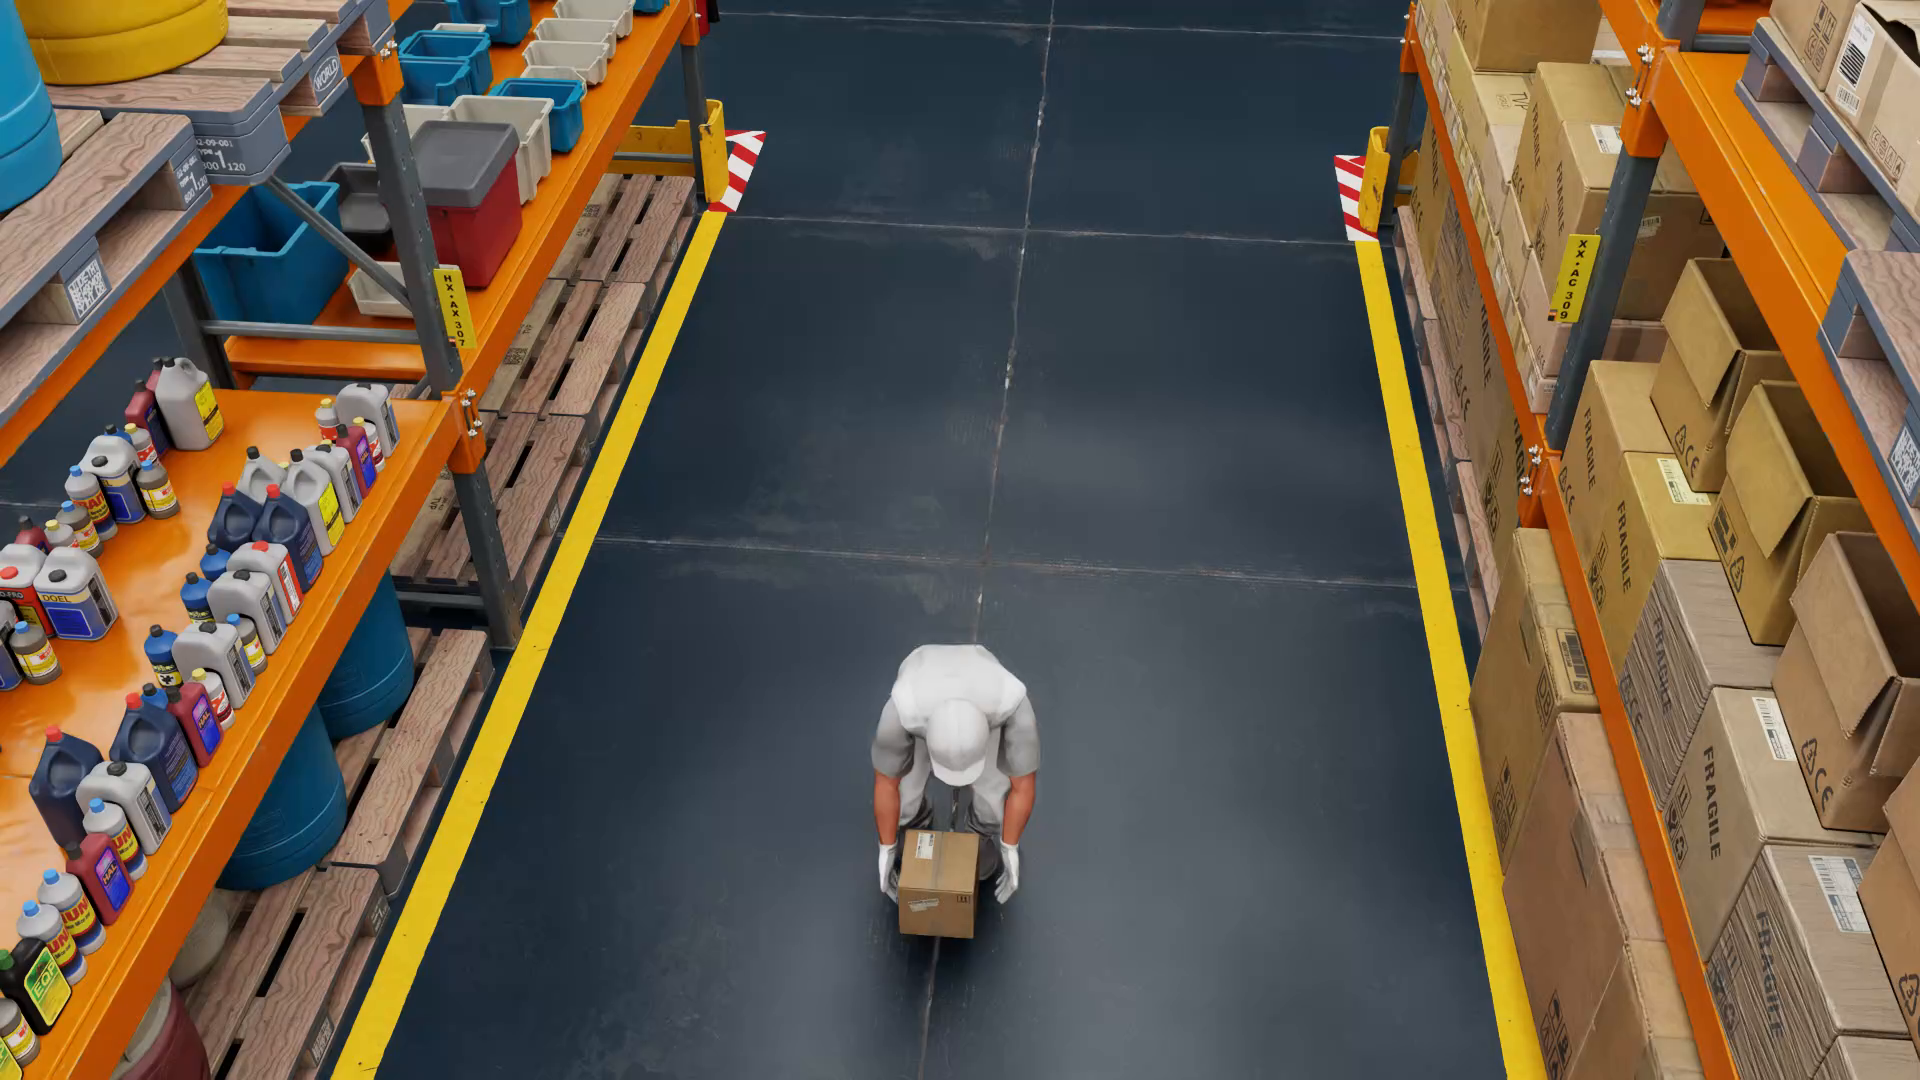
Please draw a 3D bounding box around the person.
[{"bbox_3d":[-0.007,0.753,5.761,0.581,1.115,0.856,3,40,4],"label":"person"}]
